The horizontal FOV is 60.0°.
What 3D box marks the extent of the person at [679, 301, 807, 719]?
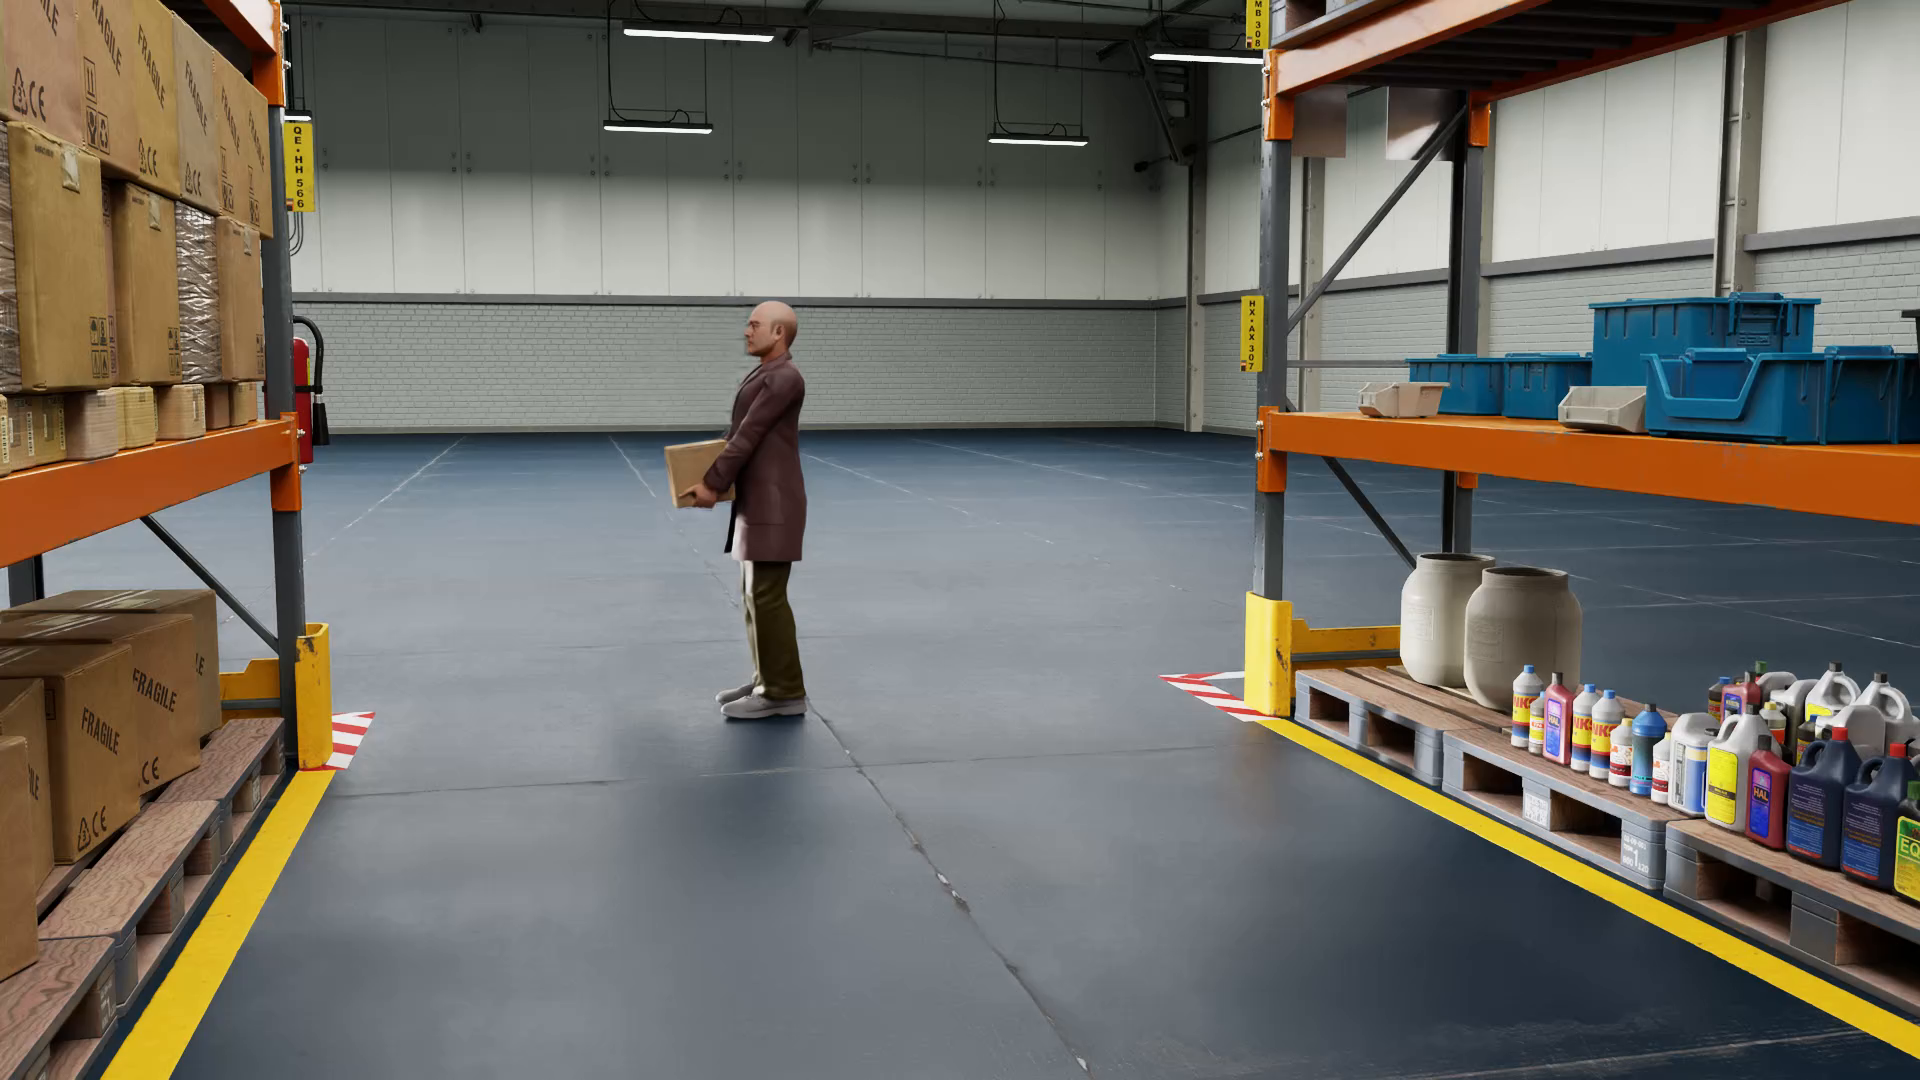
[{"bbox_3d":[-0.939,-0.133,7.165,0.554,1.779,0.525,-2,6,-14],"label":"person"}]
